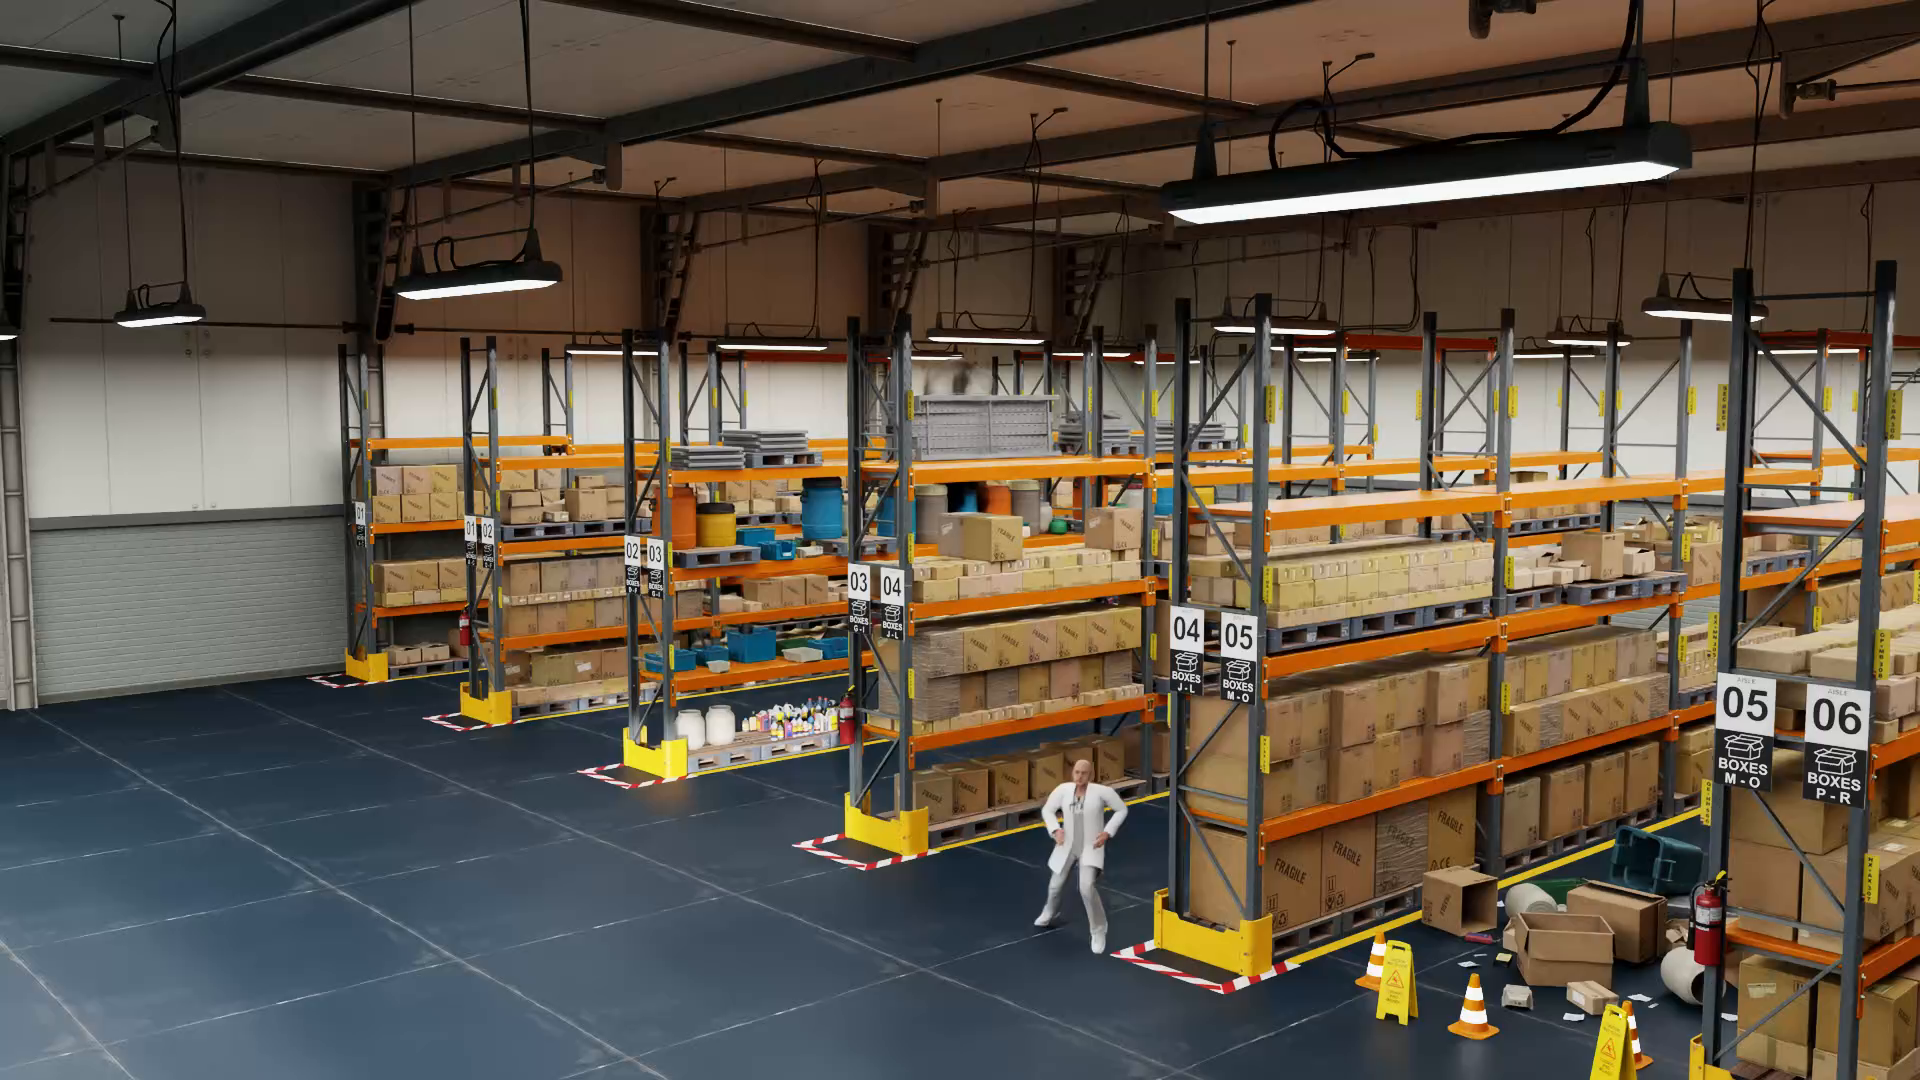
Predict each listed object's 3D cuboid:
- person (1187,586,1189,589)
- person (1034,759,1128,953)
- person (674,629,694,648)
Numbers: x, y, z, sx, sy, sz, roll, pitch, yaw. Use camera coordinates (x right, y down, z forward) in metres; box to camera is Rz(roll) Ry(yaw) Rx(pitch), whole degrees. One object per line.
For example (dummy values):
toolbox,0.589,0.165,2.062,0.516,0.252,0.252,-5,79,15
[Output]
person,5.258,0.978,37.443,0.657,1.757,0.710,-2,6,-26
person,1.122,2.916,15.659,0.901,1.762,0.763,2,5,18
person,-5.015,1.552,30.655,0.845,1.772,0.656,-4,7,-38
